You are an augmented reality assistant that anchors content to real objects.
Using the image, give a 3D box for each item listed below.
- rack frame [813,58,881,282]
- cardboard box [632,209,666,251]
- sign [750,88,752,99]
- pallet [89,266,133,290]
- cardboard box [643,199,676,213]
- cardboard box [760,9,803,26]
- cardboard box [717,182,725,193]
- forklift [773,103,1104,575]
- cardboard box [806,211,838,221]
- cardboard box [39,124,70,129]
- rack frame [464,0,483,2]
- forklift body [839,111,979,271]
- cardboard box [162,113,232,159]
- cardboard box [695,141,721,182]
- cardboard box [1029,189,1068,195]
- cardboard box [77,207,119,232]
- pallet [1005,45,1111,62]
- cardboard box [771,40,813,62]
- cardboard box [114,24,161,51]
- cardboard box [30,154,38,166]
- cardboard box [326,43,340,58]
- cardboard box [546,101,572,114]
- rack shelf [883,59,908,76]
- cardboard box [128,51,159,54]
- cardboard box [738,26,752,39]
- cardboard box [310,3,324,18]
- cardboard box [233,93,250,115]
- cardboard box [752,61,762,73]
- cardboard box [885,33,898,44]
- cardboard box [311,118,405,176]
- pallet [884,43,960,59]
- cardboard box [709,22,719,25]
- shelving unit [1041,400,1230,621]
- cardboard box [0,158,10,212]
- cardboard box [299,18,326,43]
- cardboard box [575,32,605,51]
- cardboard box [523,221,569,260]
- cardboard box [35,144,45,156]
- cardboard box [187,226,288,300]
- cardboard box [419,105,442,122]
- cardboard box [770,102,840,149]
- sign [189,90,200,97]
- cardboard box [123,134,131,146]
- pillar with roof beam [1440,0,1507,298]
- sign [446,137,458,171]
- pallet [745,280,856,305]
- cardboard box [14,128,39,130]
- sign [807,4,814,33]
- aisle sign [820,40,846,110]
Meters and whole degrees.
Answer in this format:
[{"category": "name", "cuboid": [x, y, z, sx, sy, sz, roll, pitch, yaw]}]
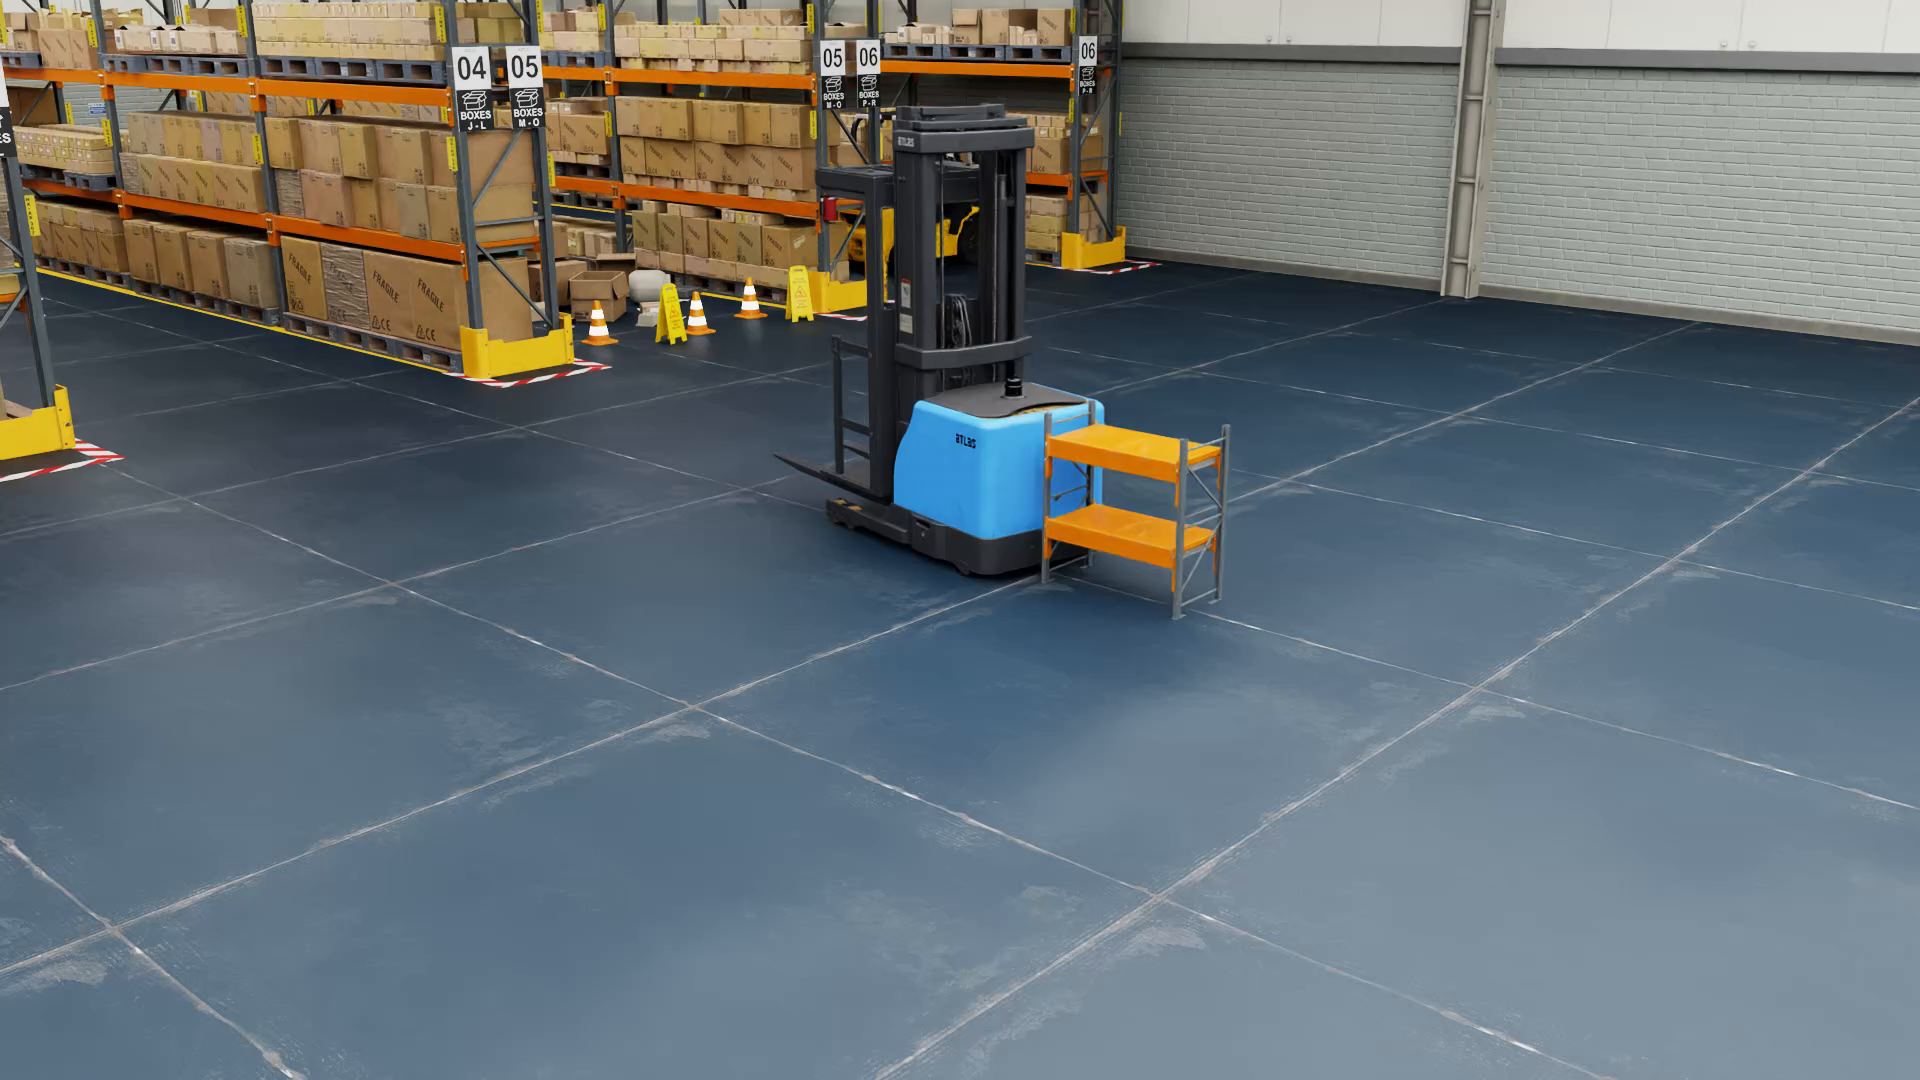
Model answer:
[{"category": "rack frame", "cuboid": [-1.358, -4.350, 20.361, 0.127, 3.000, 1.000, 15, 23, 39]}, {"category": "cardboard box", "cuboid": [-4.088, -4.221, 22.565, 0.500, 0.500, 0.500, 16, 24, 42]}, {"category": "sign", "cuboid": [-3.684, -7.759, 29.186, 0.005, 0.325, 0.100, 15, 23, 39]}, {"category": "pallet", "cuboid": [-11.135, -3.645, 22.747, 1.213, 0.211, 1.003, 15, 23, 39]}, {"category": "cardboard box", "cuboid": [-4.034, -4.492, 22.345, 0.250, 0.149, 0.380, 15, 23, 40]}, {"category": "cardboard box", "cuboid": [-2.908, -8.401, 27.140, 0.500, 0.500, 0.500, 16, 23, 41]}, {"category": "cardboard box", "cuboid": [-2.910, -4.569, 21.464, 0.250, 0.149, 0.380, 15, 23, 39]}, {"category": "forklift", "cuboid": [-0.306, -1.554, 11.663, 1.130, 2.935, 3.031, -12, 21, -34]}, {"category": "cardboard box", "cuboid": [-2.031, -5.605, 27.547, 0.625, 0.625, 0.875, 15, 23, 39]}, {"category": "cardboard box", "cuboid": [-13.114, -5.947, 24.130, 0.250, 0.149, 0.380, 16, 24, 42]}, {"category": "rack frame", "cuboid": [-10.033, -11.546, 33.117, 0.127, 3.000, 1.000, 15, 23, 39]}, {"category": "forklift body", "cuboid": [-0.695, -5.038, 23.930, 1.214, 2.155, 2.313, 15, 23, 39]}, {"category": "cardboard box", "cuboid": [-9.458, -5.045, 20.730, 0.500, 0.500, 0.700, 15, 23, 38]}, {"category": "cardboard box", "cuboid": [-3.057, -4.895, 21.421, 0.500, 0.500, 0.500, 15, 23, 40]}, {"category": "cardboard box", "cuboid": [1.324, -5.079, 24.856, 0.500, 0.250, 0.500, 15, 23, 39]}, {"category": "cardboard box", "cuboid": [-11.622, -4.360, 22.588, 0.500, 0.250, 0.500, 15, 23, 40]}, {"category": "pallet", "cuboid": [1.422, -7.010, 23.928, 1.213, 0.211, 1.003, 15, 23, 39]}, {"category": "cardboard box", "cuboid": [-1.920, -5.892, 20.017, 0.500, 0.250, 0.500, 15, 23, 39]}, {"category": "cardboard box", "cuboid": [-10.156, -6.257, 20.696, 0.500, 0.311, 0.500, 15, 23, 39]}, {"category": "cardboard box", "cuboid": [-12.574, -5.256, 22.935, 0.250, 0.149, 0.380, 15, 23, 38]}, {"category": "cardboard box", "cuboid": [-6.375, -5.116, 17.370, 0.250, 0.149, 0.380, 15, 23, 40]}, {"category": "cardboard box", "cuboid": [-5.590, -6.079, 23.385, 0.250, 0.149, 0.380, 14, 22, 37]}, {"category": "rack shelf", "cuboid": [-2.554, -7.766, 27.353, 4.000, 0.370, 1.077, 15, 23, 39]}, {"category": "cardboard box", "cuboid": [-10.802, -6.469, 21.912, 0.500, 0.500, 0.500, 15, 23, 39]}, {"category": "cardboard box", "cuboid": [-2.511, -6.263, 20.524, 0.250, 0.149, 0.380, 15, 23, 39]}, {"category": "cardboard box", "cuboid": [-6.560, -5.546, 17.407, 0.250, 0.149, 0.380, 15, 23, 39]}, {"category": "cardboard box", "cuboid": [-12.374, -7.723, 29.169, 0.500, 0.500, 0.500, 15, 23, 39]}, {"category": "cardboard box", "cuboid": [-2.340, -5.838, 20.506, 0.250, 0.149, 0.380, 15, 23, 40]}, {"category": "cardboard box", "cuboid": [-0.924, -7.676, 25.438, 0.250, 0.149, 0.380, 16, 23, 40]}, {"category": "cardboard box", "cuboid": [-6.506, -4.294, 18.150, 0.550, 0.550, 0.875, 15, 23, 39]}, {"category": "pallet", "cuboid": [-0.403, -7.500, 25.471, 1.213, 0.211, 1.003, 15, 23, 39]}, {"category": "cardboard box", "cuboid": [-4.141, -8.907, 28.857, 0.250, 0.149, 0.380, 14, 22, 37]}, {"category": "shelving unit", "cuboid": [1.083, -0.208, 10.407, 1.048, 1.125, 0.538, 15, 23, 39]}, {"category": "cardboard box", "cuboid": [-8.166, -2.946, 13.627, 0.500, 0.500, 0.500, 15, 23, 39]}, {"category": "cardboard box", "cuboid": [-6.624, -5.398, 17.598, 0.500, 0.250, 0.500, 15, 23, 39]}, {"category": "cardboard box", "cuboid": [-4.883, -6.797, 22.664, 0.500, 0.250, 0.500, 14, 23, 38]}, {"category": "cardboard box", "cuboid": [-5.509, -3.914, 21.868, 0.500, 0.500, 0.500, 15, 23, 39]}, {"category": "cardboard box", "cuboid": [-12.383, -5.345, 22.725, 0.250, 0.149, 0.380, 14, 23, 38]}, {"category": "cardboard box", "cuboid": [-8.803, -3.440, 20.517, 0.750, 0.750, 1.050, 15, 23, 39]}, {"category": "cardboard box", "cuboid": [-7.902, -6.526, 25.397, 0.500, 0.500, 0.500, 14, 23, 38]}, {"category": "cardboard box", "cuboid": [-1.885, -5.070, 20.317, 0.500, 0.500, 0.700, 14, 23, 38]}, {"category": "sign", "cuboid": [-16.246, -9.559, 35.407, 0.001, 0.242, 0.339, 15, 23, 39]}, {"category": "cardboard box", "cuboid": [-10.971, -5.371, 22.313, 0.250, 0.149, 0.380, 14, 23, 38]}, {"category": "pillar with roof beam", "cuboid": [3.642, -6.499, 17.213, 0.400, 9.000, 9.100, 15, 23, 39]}, {"category": "sign", "cuboid": [-4.939, -3.755, 16.179, 0.005, 0.325, 0.100, 15, 23, 39]}, {"category": "pallet", "cuboid": [-1.999, -3.208, 21.370, 1.213, 0.211, 1.003, 15, 23, 39]}, {"category": "cardboard box", "cuboid": [-13.151, -5.694, 23.332, 0.250, 0.149, 0.380, 15, 23, 40]}, {"category": "sign", "cuboid": [-1.741, -6.081, 19.391, 0.005, 0.325, 0.100, 15, 23, 39]}, {"category": "aisle sign", "cuboid": [-1.504, -5.512, 19.722, 0.004, 0.787, 0.394, 15, 23, 39]}]
